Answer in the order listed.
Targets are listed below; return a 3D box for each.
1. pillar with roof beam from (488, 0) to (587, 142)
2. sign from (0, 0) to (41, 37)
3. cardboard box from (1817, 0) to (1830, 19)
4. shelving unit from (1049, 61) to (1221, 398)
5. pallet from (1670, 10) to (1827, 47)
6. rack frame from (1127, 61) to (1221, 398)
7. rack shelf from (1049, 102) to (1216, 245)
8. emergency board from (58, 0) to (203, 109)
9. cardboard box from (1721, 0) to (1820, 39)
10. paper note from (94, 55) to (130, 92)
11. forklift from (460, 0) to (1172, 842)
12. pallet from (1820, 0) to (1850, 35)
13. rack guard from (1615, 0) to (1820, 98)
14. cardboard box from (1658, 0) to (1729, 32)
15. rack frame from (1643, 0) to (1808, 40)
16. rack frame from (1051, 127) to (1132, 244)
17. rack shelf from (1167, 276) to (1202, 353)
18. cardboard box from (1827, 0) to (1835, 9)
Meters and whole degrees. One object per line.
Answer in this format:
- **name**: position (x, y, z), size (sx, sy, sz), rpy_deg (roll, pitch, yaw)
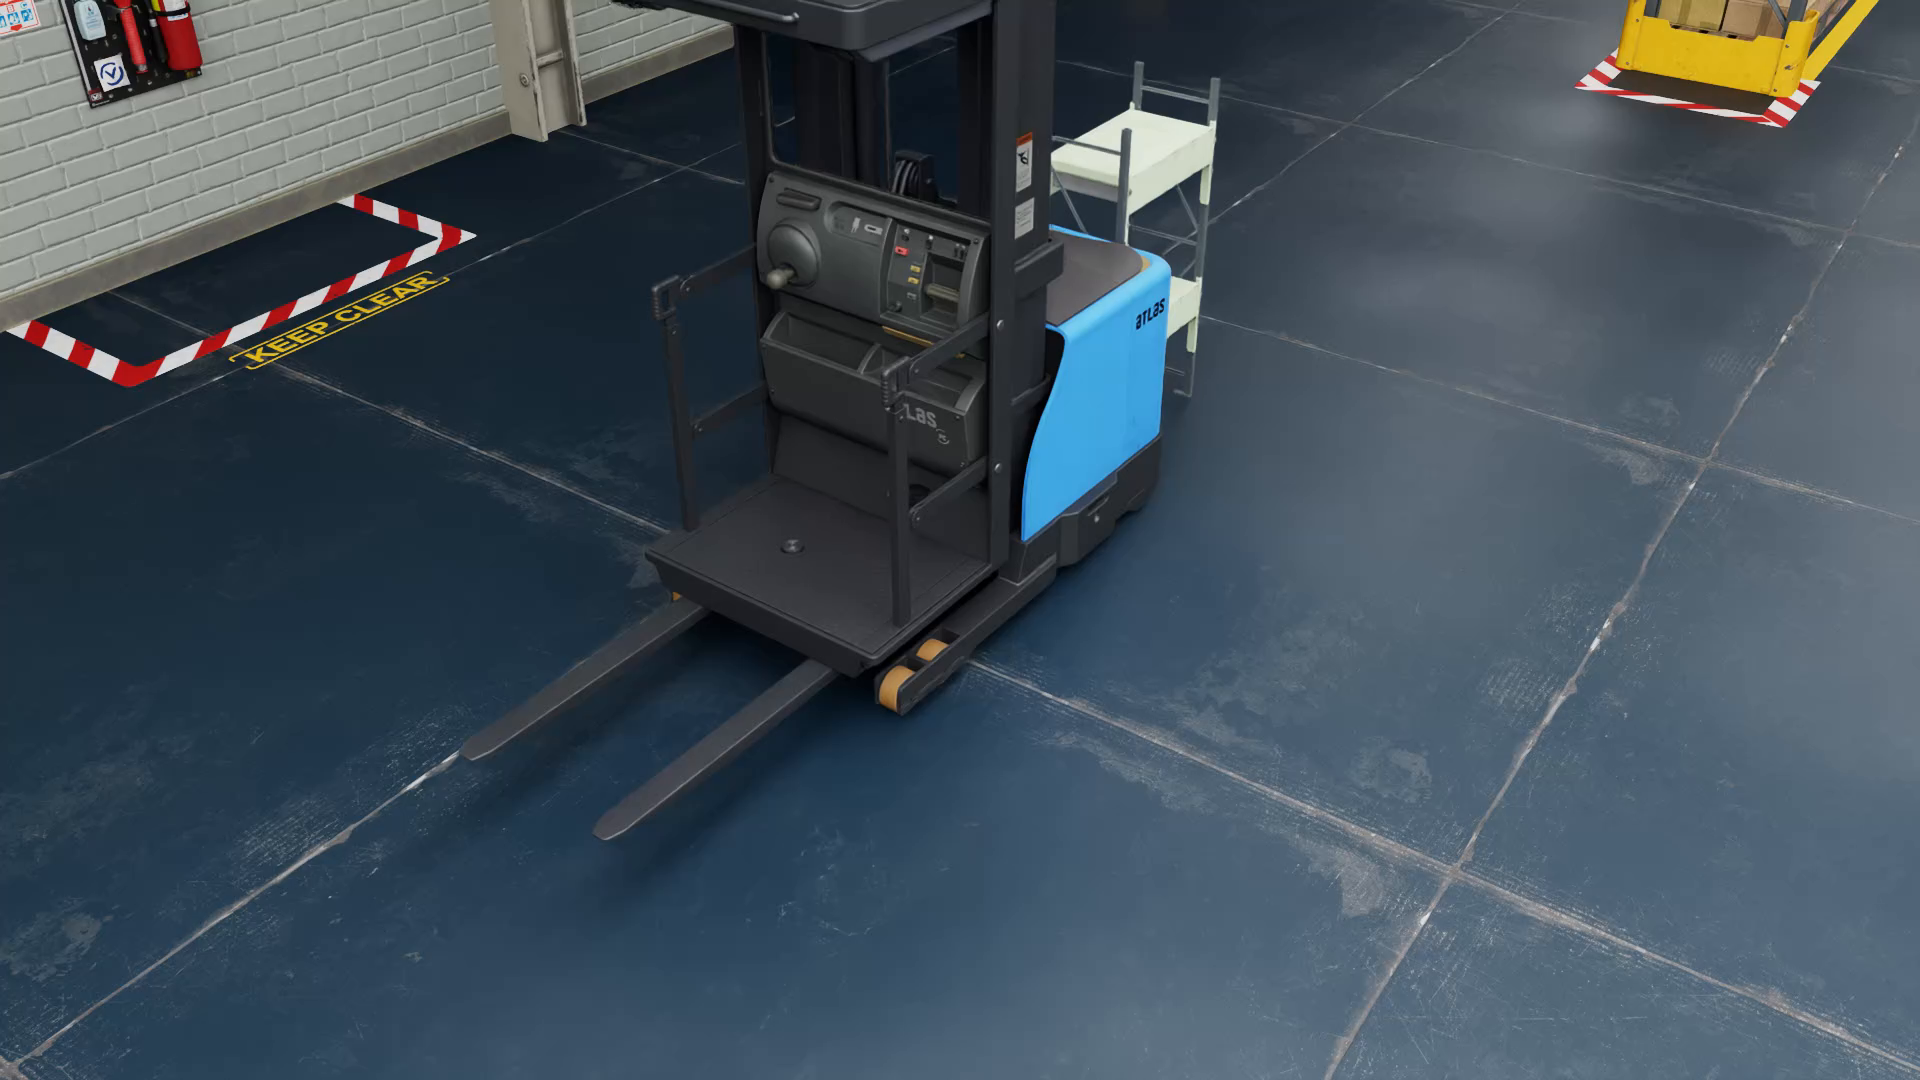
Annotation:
- **pillar with roof beam**: position (0.898, -4.993, 6.100), size (9.100, 9.000, 0.400), rpy_deg (21, 39, 28)
- **sign**: position (-4.479, -2.551, 7.813), size (0.001, 0.329, 0.234), rpy_deg (21, 39, 28)
- **cardboard box**: position (5.937, -3.907, 11.929), size (0.500, 0.250, 0.500), rpy_deg (21, 39, 28)
- **shelving unit**: position (0.702, -1.187, 7.163), size (0.431, 1.500, 0.755), rpy_deg (21, 39, 28)
- **pallet**: position (5.568, -3.675, 11.996), size (1.003, 0.211, 1.213), rpy_deg (21, 39, 28)
- **rack frame**: position (0.912, -1.354, 7.412), size (0.400, 1.500, 0.023), rpy_deg (21, 39, 28)
- **rack shelf**: position (0.703, -1.511, 6.946), size (0.431, 0.370, 0.720), rpy_deg (21, 39, 28)
- **emergency board**: position (-4.079, -2.758, 8.150), size (0.194, 1.169, 0.643), rpy_deg (21, 39, 28)
- **cardboard box**: position (5.655, -3.676, 11.587), size (0.500, 0.250, 0.500), rpy_deg (21, 39, 28)
- **paper note**: position (-4.236, -2.333, 8.309), size (0.016, 0.148, 0.142), rpy_deg (21, 39, 28)
- **forklift**: position (-0.440, -0.915, 5.487), size (1.130, 2.935, 3.031), rpy_deg (22, 40, 29)
- **pallet**: position (6.264, -4.234, 12.823), size (1.003, 0.211, 1.213), rpy_deg (21, 39, 28)
- **rack guard**: position (5.152, -3.418, 11.359), size (1.175, 0.500, 0.348), rpy_deg (21, 39, 28)
- **cardboard box**: position (5.229, -3.841, 11.832), size (0.500, 0.250, 0.500), rpy_deg (21, 39, 28)
- **rack frame**: position (5.166, -4.465, 10.675), size (1.000, 3.000, 0.127), rpy_deg (21, 39, 28)
- **rack frame**: position (0.492, -1.020, 6.914), size (0.400, 1.500, 0.023), rpy_deg (21, 39, 28)
- **rack shelf**: position (0.701, -0.916, 7.345), size (0.431, 0.370, 0.720), rpy_deg (21, 39, 28)
- **cardboard box**: position (6.222, -4.137, 12.269), size (0.500, 0.250, 0.500), rpy_deg (21, 39, 28)
